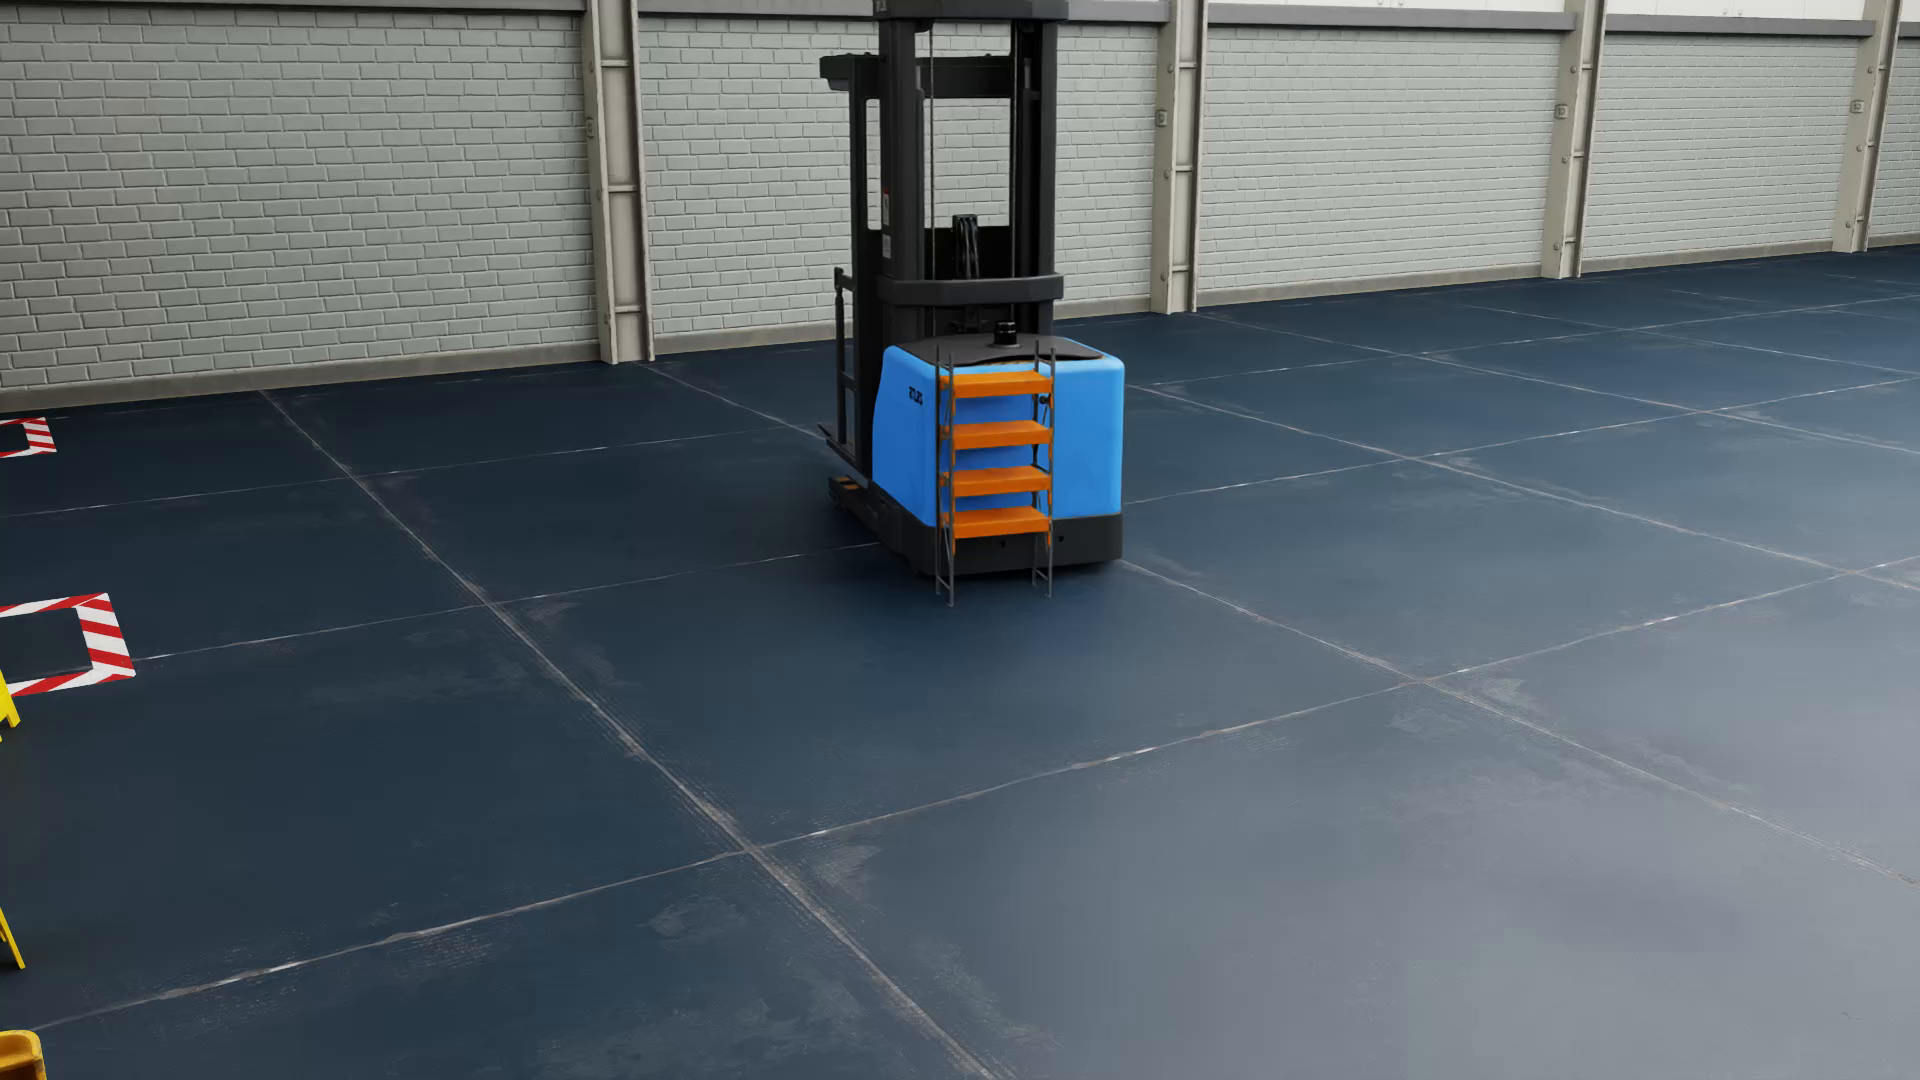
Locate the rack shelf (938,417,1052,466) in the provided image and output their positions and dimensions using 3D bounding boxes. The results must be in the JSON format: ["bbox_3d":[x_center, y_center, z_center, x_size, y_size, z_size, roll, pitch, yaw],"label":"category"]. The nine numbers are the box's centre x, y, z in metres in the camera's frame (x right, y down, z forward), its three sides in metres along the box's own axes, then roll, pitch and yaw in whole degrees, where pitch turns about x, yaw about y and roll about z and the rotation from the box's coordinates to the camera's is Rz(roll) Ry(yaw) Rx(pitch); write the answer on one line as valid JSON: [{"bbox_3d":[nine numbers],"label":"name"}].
[{"bbox_3d":[0.160,-0.461,7.752,0.480,0.148,0.258,-5,17,-17],"label":"rack shelf"}]

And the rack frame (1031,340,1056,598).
[{"bbox_3d":[0.393,-0.331,7.866,0.015,1.200,0.240,-5,17,-17],"label":"rack frame"}]

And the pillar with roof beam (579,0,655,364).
[{"bbox_3d":[-0.687,-4.911,9.756,0.400,9.000,9.100,-9,18,-30],"label":"pillar with roof beam"}]

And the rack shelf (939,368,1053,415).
[{"bbox_3d":[0.161,-0.689,7.687,0.480,0.148,0.258,-5,17,-17],"label":"rack shelf"}]

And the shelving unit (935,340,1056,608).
[{"bbox_3d":[0.160,-0.311,7.794,0.503,1.200,0.258,-5,17,-17],"label":"shelving unit"}]

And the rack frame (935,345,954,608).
[{"bbox_3d":[-0.072,-0.291,7.723,0.015,1.200,0.240,-5,17,-17],"label":"rack frame"}]

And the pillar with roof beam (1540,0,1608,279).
[{"bbox_3d":[9.599,-6.579,15.707,0.400,9.000,9.100,-9,18,-30],"label":"pillar with roof beam"}]

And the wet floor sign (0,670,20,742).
[{"bbox_3d":[-3.713,0.430,6.179,0.232,0.644,0.267,-3,16,-11],"label":"wet floor sign"}]

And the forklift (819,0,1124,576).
[{"bbox_3d":[-0.123,-1.591,9.155,1.130,2.935,3.031,-5,16,-17],"label":"forklift"}]

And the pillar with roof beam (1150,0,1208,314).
[{"bbox_3d":[4.456,-5.745,12.732,0.400,9.000,9.100,-9,18,-30],"label":"pillar with roof beam"}]

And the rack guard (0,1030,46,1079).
[{"bbox_3d":[-1.770,1.407,2.964,0.348,0.500,1.175,-9,18,-30],"label":"rack guard"}]

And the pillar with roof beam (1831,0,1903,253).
[{"bbox_3d":[14.742,-7.413,18.682,0.400,9.000,9.100,-9,18,-30],"label":"pillar with roof beam"}]

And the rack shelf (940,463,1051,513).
[{"bbox_3d":[0.160,-0.246,7.812,0.480,0.148,0.258,-5,17,-17],"label":"rack shelf"}]

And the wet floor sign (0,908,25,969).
[{"bbox_3d":[-2.786,0.878,4.581,0.232,0.644,0.267,-13,20,-39],"label":"wet floor sign"}]

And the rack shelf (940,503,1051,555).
[{"bbox_3d":[0.160,-0.055,7.866,0.480,0.148,0.258,-5,17,-17],"label":"rack shelf"}]
